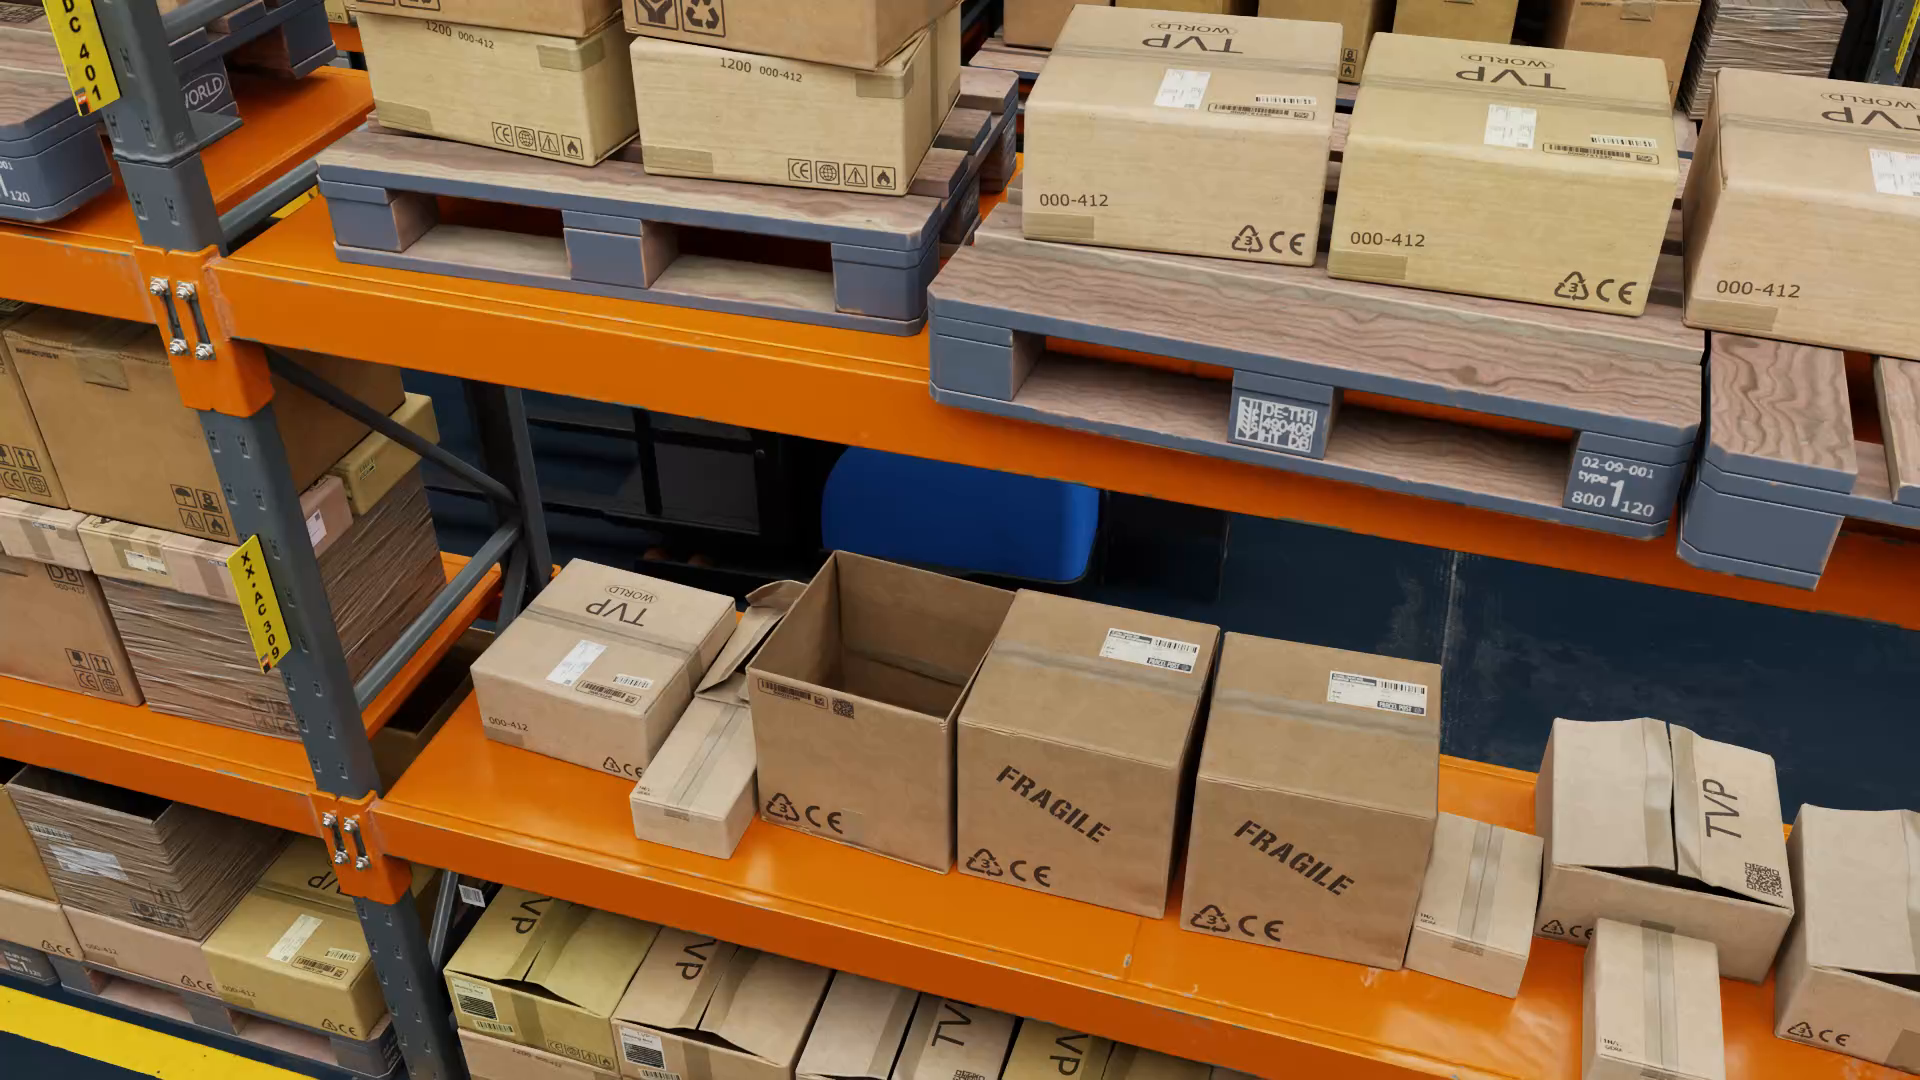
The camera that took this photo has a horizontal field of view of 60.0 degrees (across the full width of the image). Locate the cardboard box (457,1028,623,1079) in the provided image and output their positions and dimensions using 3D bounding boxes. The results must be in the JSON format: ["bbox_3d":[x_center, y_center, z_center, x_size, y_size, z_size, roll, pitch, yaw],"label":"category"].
[{"bbox_3d":[-1.093,1.363,4.834,0.500,0.250,0.500,10,37,13],"label":"cardboard box"}]

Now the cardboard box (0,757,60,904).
[{"bbox_3d":[-2.864,0.710,5.088,0.500,0.500,0.500,10,38,14],"label":"cardboard box"}]

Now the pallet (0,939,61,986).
[{"bbox_3d":[-3.319,0.957,5.771,1.213,0.211,1.003,10,38,14],"label":"pallet"}]

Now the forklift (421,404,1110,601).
[{"bbox_3d":[-0.877,-1.251,6.477,3.031,2.935,1.130,8,37,10],"label":"forklift"}]

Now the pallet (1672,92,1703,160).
[{"bbox_3d":[3.176,-1.872,7.425,1.003,0.211,1.213,10,38,14],"label":"pallet"}]

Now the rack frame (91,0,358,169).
[{"bbox_3d":[-1.404,-2.203,2.652,0.127,3.000,1.000,10,38,14],"label":"rack frame"}]

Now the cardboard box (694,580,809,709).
[{"bbox_3d":[-0.510,0.319,4.400,0.258,0.266,0.396,10,37,13],"label":"cardboard box"}]

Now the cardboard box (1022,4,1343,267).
[{"bbox_3d":[0.403,-0.731,2.955,0.500,0.250,0.500,7,37,10],"label":"cardboard box"}]

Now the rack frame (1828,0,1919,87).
[{"bbox_3d":[3.888,-1.884,7.279,0.127,3.000,1.000,10,38,14],"label":"rack frame"}]

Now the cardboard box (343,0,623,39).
[{"bbox_3d":[-0.827,-1.275,3.060,0.500,0.500,0.500,11,38,14],"label":"cardboard box"}]

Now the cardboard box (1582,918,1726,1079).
[{"bbox_3d":[1.473,1.018,3.548,0.250,0.149,0.380,10,38,14],"label":"cardboard box"}]

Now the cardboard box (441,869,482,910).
[{"bbox_3d":[-1.756,0.898,5.465,0.500,0.250,0.500,10,38,14],"label":"cardboard box"}]

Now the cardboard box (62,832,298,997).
[{"bbox_3d":[-2.386,1.099,5.192,0.500,0.250,0.500,10,38,14],"label":"cardboard box"}]

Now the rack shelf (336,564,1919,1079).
[{"bbox_3d":[0.505,0.856,4.163,4.000,0.370,1.077,10,38,14],"label":"rack shelf"}]

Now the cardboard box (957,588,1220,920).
[{"bbox_3d":[0.305,0.499,3.957,0.500,0.500,0.500,11,38,14],"label":"cardboard box"}]

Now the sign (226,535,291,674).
[{"bbox_3d":[-1.568,0.147,3.723,0.005,0.325,0.100,10,38,14],"label":"sign"}]

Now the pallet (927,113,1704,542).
[{"bbox_3d":[0.672,-0.477,2.997,1.213,0.211,1.003,12,38,16],"label":"pallet"}]

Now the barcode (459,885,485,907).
[{"bbox_3d":[-1.284,0.936,4.375,0.075,0.075,0.001,10,38,14],"label":"barcode"}]

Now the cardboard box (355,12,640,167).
[{"bbox_3d":[-0.818,-0.990,3.306,0.500,0.250,0.500,14,39,19],"label":"cardboard box"}]

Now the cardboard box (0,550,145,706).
[{"bbox_3d":[-2.335,0.008,4.624,0.500,0.500,0.700,10,38,13],"label":"cardboard box"}]

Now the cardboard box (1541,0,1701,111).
[{"bbox_3d":[2.895,-2.262,7.337,0.500,0.500,0.700,7,37,10],"label":"cardboard box"}]

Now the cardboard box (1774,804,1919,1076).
[{"bbox_3d":[2.080,0.867,3.617,0.500,0.311,0.500,13,38,17],"label":"cardboard box"}]

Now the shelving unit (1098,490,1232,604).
[{"bbox_3d":[0.870,-0.728,6.468,0.503,2.100,0.431,8,37,10],"label":"shelving unit"}]

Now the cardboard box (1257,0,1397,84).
[{"bbox_3d":[1.715,-2.497,7.657,0.500,0.500,0.700,16,39,20],"label":"cardboard box"}]

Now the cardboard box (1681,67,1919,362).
[{"bbox_3d":[1.459,-0.528,2.678,0.500,0.250,0.500,11,38,15],"label":"cardboard box"}]

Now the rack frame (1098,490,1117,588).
[{"bbox_3d":[0.632,-0.761,6.512,0.015,2.100,0.400,8,37,10],"label":"rack frame"}]

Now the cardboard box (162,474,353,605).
[{"bbox_3d":[-1.727,-0.015,4.109,0.250,0.149,0.380,10,38,14],"label":"cardboard box"}]

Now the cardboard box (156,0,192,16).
[{"bbox_3d":[-1.806,-1.499,3.669,0.500,0.500,0.500,14,38,18],"label":"cardboard box"}]

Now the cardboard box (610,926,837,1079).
[{"bbox_3d":[-0.607,1.231,4.540,0.500,0.311,0.500,10,38,13],"label":"cardboard box"}]

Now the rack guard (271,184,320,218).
[{"bbox_3d":[-3.676,-2.277,9.923,0.348,0.500,1.175,10,38,14],"label":"rack guard"}]

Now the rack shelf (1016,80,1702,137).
[{"bbox_3d":[1.979,-1.947,7.972,4.000,0.370,1.077,10,38,14],"label":"rack shelf"}]

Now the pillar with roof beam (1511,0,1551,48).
[{"bbox_3d":[1.621,-2.583,3.168,0.400,9.000,9.100,10,38,14],"label":"pillar with roof beam"}]

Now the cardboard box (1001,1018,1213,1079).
[{"bbox_3d":[0.384,1.410,4.296,0.500,0.311,0.500,12,38,15],"label":"cardboard box"}]

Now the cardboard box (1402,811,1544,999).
[{"bbox_3d":[1.180,0.828,3.807,0.250,0.149,0.380,13,38,17],"label":"cardboard box"}]

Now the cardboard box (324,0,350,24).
[{"bbox_3d":[-3.377,-2.979,8.877,0.500,0.250,0.500,9,37,13],"label":"cardboard box"}]

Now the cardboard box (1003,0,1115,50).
[{"bbox_3d":[0.545,-2.699,7.931,0.500,0.500,0.700,11,38,14],"label":"cardboard box"}]

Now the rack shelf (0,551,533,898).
[{"bbox_3d":[-3.313,0.149,5.124,4.000,0.370,1.077,10,38,14],"label":"rack shelf"}]

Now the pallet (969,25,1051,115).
[{"bbox_3d":[0.756,-2.296,8.001,1.213,0.211,1.003,10,38,14],"label":"pallet"}]

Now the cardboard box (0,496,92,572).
[{"bbox_3d":[-2.213,-0.105,4.231,0.250,0.149,0.380,9,37,13],"label":"cardboard box"}]

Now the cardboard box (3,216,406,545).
[{"bbox_3d":[-1.829,-0.425,4.118,0.500,0.500,0.700,11,38,14],"label":"cardboard box"}]

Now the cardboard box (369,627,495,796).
[{"bbox_3d":[-1.753,0.590,5.251,0.500,0.500,0.500,10,38,14],"label":"cardboard box"}]
